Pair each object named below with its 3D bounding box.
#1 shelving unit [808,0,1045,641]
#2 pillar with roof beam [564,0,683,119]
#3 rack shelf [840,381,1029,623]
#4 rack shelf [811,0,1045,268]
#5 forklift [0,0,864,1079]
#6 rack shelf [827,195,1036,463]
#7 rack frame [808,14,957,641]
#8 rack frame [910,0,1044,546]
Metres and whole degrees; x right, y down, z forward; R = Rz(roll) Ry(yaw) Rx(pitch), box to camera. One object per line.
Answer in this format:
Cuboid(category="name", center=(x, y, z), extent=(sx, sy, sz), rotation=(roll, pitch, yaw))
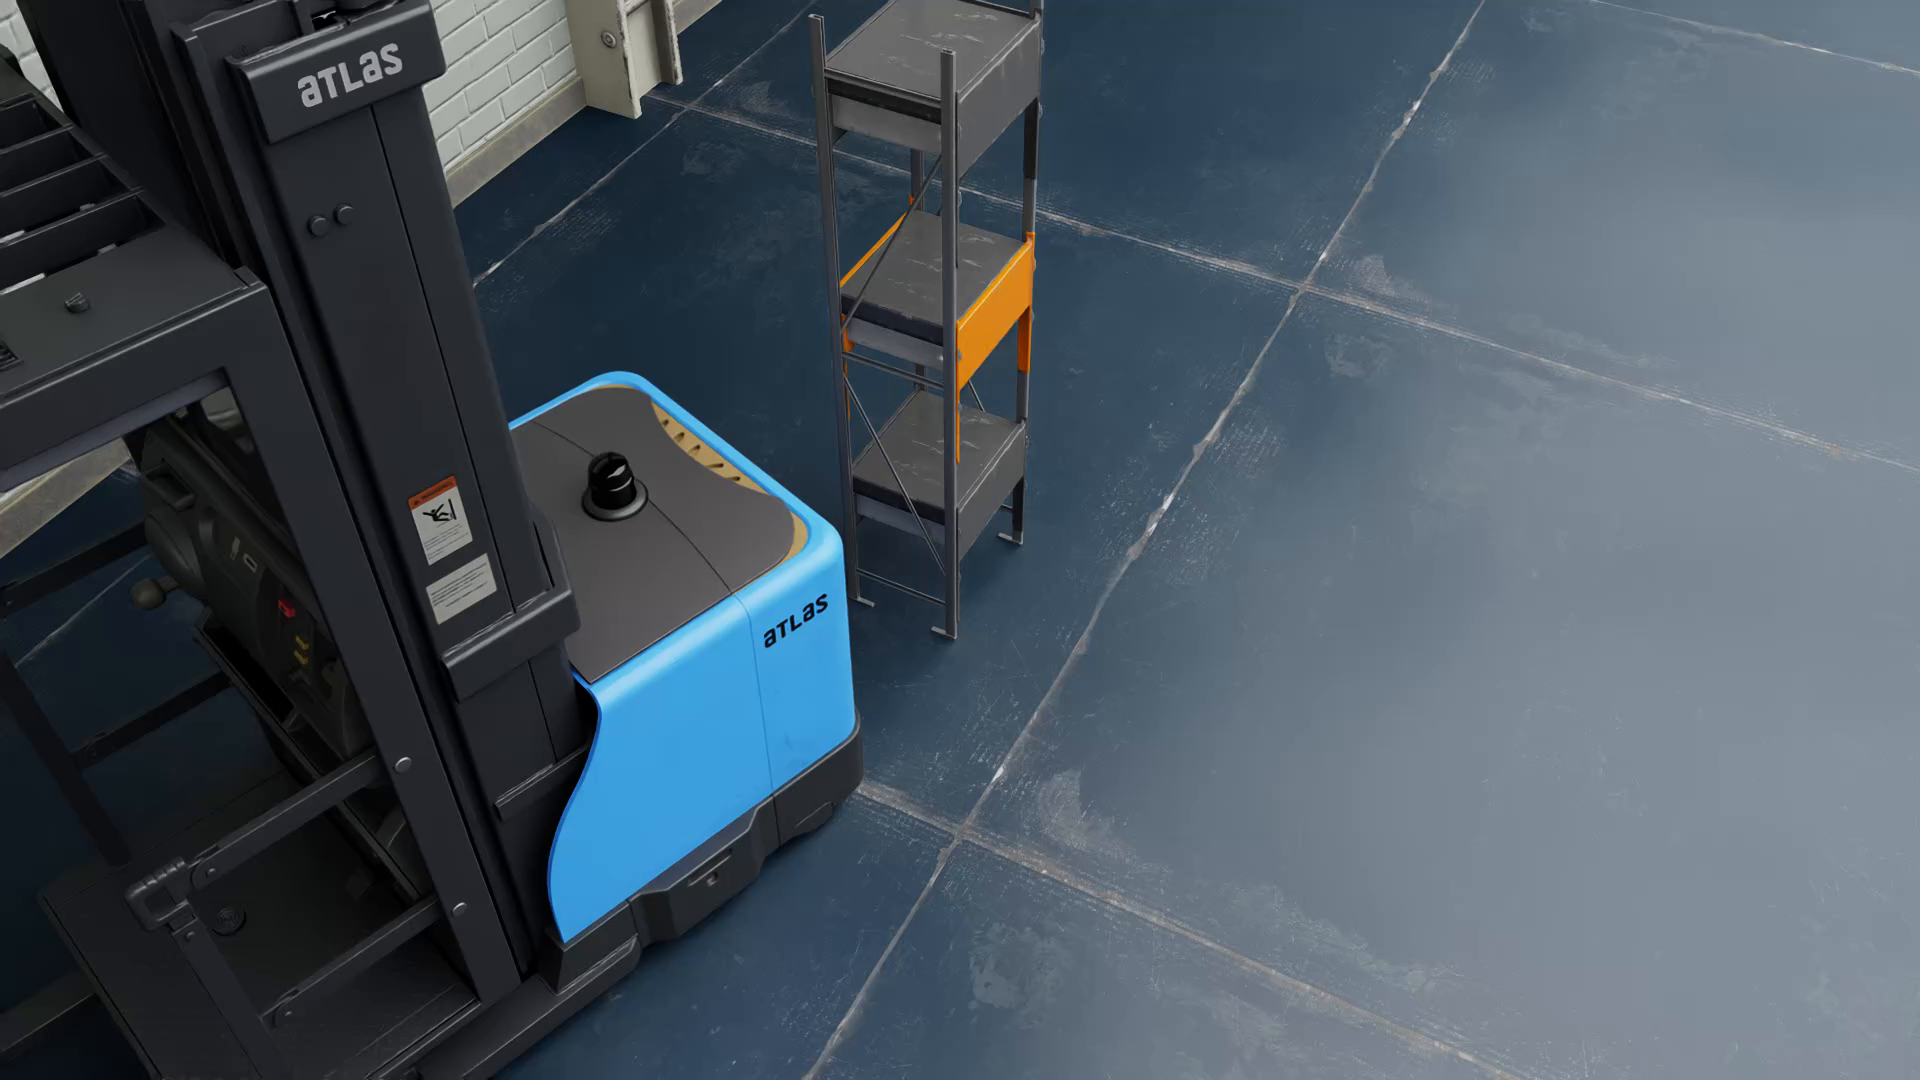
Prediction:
Cuboid(category="shelving unit", center=(-0.077, -0.634, 4.900), extent=(0.431, 2.100, 0.503), rotation=(20, 49, 19))
Cuboid(category="pillar with roof beam", center=(2.271, -3.858, 3.236), extent=(9.100, 9.000, 0.400), rotation=(20, 49, 19))
Cuboid(category="rack shelf", center=(-0.077, -0.132, 5.408), extent=(0.431, 0.518, 0.480), rotation=(20, 49, 19))
Cuboid(category="rack shelf", center=(-0.077, -1.116, 4.412), extent=(0.431, 0.518, 0.480), rotation=(20, 49, 19))
Cuboid(category="forklift", center=(-1.701, 0.188, 3.503), extent=(3.031, 2.935, 1.130), rotation=(-34, 54, -29))
Cuboid(category="rack shelf", center=(-0.077, -0.624, 4.910), extent=(0.431, 0.518, 0.480), rotation=(20, 49, 19))
Cuboid(category="rack frame", center=(-0.190, -0.480, 4.748), extent=(0.400, 2.100, 0.015), rotation=(20, 49, 19))
Cuboid(category="rack frame", center=(0.036, -0.788, 5.052), extent=(0.400, 2.100, 0.015), rotation=(20, 49, 19))
